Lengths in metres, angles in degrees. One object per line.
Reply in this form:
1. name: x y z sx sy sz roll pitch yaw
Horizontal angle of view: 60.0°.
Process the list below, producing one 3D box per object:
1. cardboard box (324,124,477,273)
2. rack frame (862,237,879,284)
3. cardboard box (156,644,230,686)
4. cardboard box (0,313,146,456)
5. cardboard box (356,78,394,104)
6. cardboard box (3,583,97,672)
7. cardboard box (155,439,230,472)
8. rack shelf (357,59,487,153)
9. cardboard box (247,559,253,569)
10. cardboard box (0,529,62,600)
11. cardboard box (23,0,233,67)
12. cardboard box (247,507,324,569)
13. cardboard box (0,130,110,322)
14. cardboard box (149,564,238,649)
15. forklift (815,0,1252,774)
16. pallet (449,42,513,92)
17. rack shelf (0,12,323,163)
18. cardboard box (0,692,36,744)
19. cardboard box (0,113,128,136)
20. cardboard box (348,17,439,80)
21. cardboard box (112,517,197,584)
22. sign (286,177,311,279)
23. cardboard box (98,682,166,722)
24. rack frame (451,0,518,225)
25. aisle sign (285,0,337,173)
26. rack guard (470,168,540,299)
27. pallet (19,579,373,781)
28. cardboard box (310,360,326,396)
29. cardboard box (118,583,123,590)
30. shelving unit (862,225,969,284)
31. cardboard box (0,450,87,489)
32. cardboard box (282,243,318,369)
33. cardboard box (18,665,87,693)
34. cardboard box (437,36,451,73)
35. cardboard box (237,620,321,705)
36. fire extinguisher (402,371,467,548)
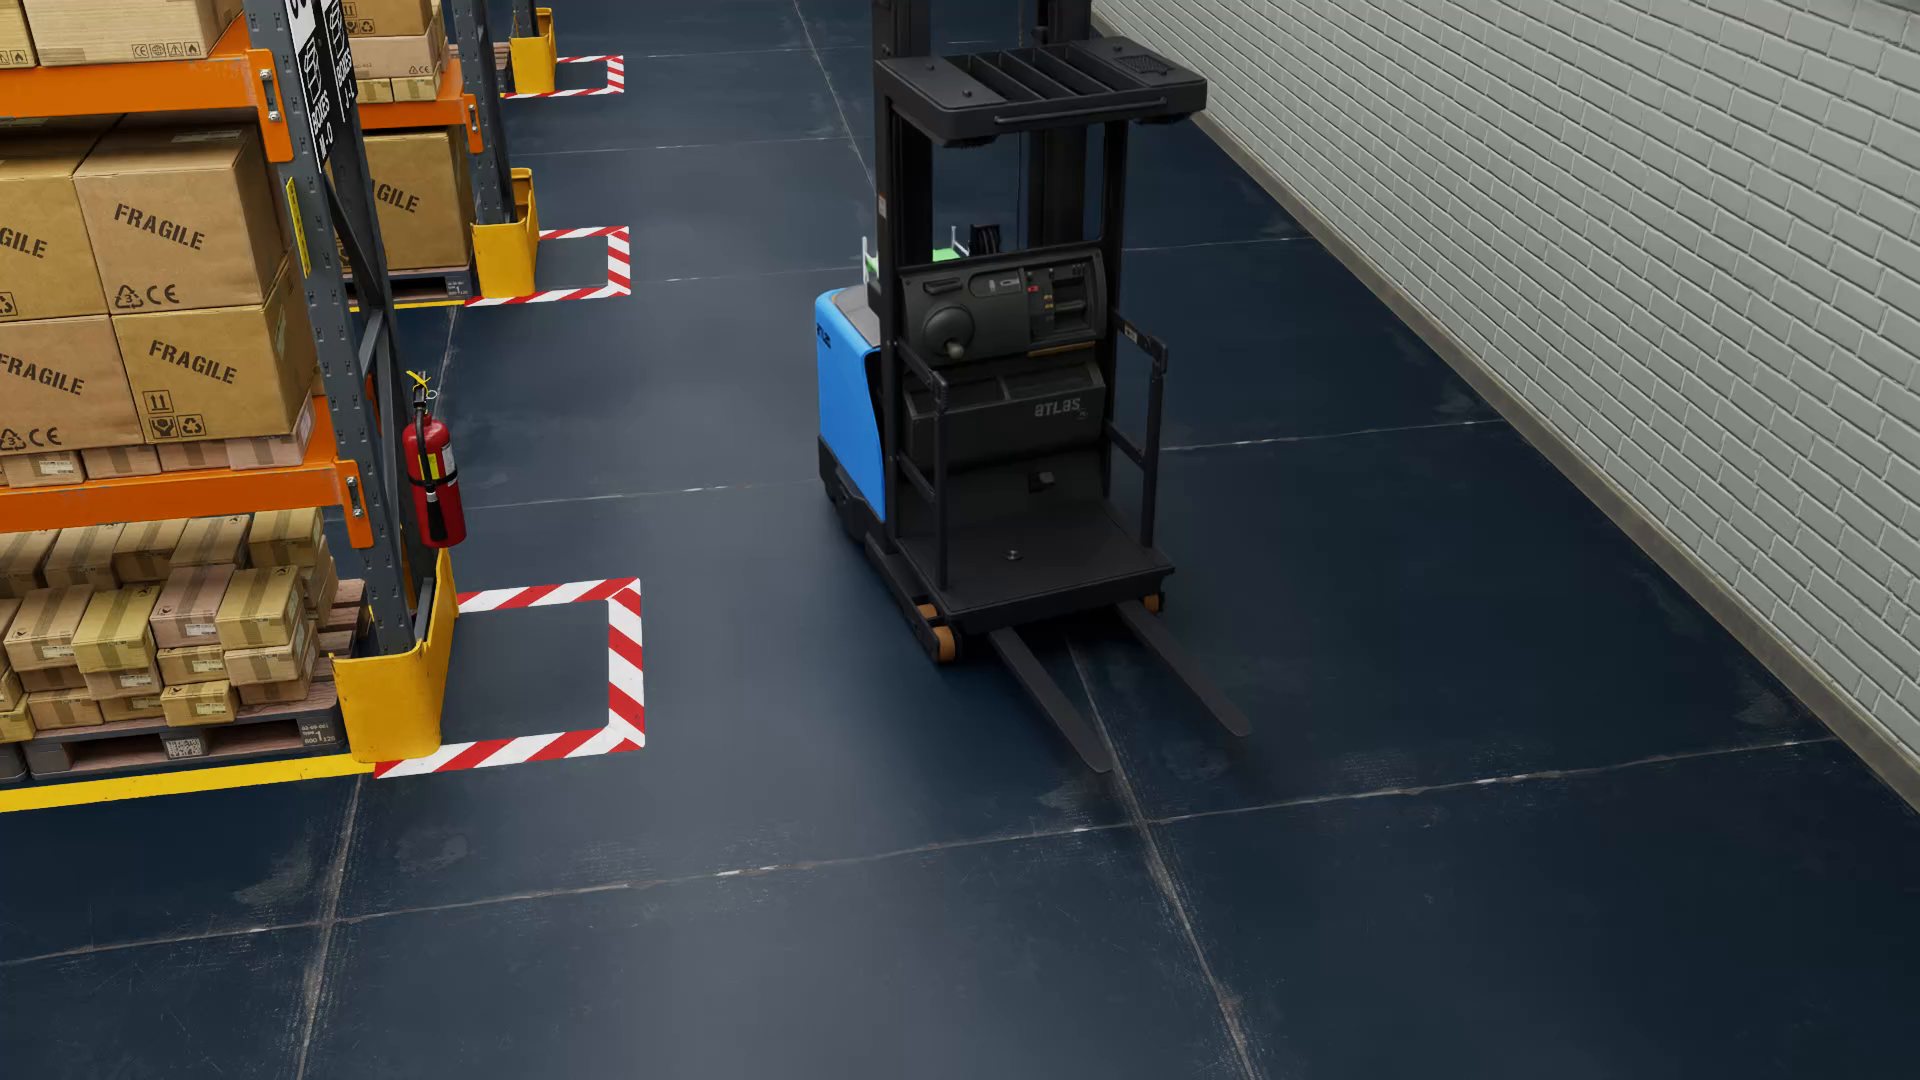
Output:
1. cardboard box: -3.728 -2.347 10.965 0.875 0.875 0.875 -5 31 -9
2. rack frame: -0.448 -0.978 8.728 0.015 1.200 0.240 -11 32 -19
3. cardboard box: -3.053 0.409 6.700 0.250 0.149 0.380 -6 31 -10
4. cardboard box: -3.222 -0.656 6.014 0.500 0.500 0.500 -6 31 -10
5. cardboard box: -3.659 -2.851 10.387 0.250 0.149 0.380 -5 31 -8
6. cardboard box: -3.549 0.341 6.522 0.250 0.149 0.380 -7 31 -11
7. cardboard box: -2.840 -0.416 6.245 0.250 0.149 0.380 -5 31 -9
8. rack shelf: -5.080 -2.688 10.572 4.000 0.370 1.077 -5 31 -9
9. cardboard box: -3.160 0.138 7.161 0.250 0.149 0.380 -5 31 -9
10. cardboard box: -3.919 0.100 6.932 0.250 0.149 0.380 -4 31 -7
11. cardboard box: -2.718 -1.753 5.461 0.500 0.250 0.500 -6 31 -10
12. cardboard box: -2.895 -0.029 7.151 0.250 0.149 0.380 -7 31 -11
13. cardboard box: -3.222 -1.089 5.764 0.500 0.500 0.500 -6 31 -11
14. cardboard box: -3.051 0.262 6.657 0.250 0.149 0.380 -5 31 -8
15. forklift: 0.281 -0.963 6.995 1.130 2.935 3.031 -11 32 -19
16. pallet: -4.823 -4.392 15.511 1.213 0.211 1.003 -5 31 -9
17. rack shelf: -4.286 -1.499 5.590 4.000 0.370 1.077 -5 31 -9
18. cardboard box: -3.789 0.640 6.600 0.250 0.149 0.380 -7 31 -11
19. cardboard box: -3.303 -1.343 6.196 0.500 0.500 0.500 -4 31 -7
20. cardboard box: -3.542 -3.068 10.362 0.500 0.250 0.500 -6 31 -10
21. cardboard box: -3.416 0.016 7.075 0.250 0.149 0.380 -5 31 -9
22. sign: -2.238 -1.055 5.631 0.005 0.325 0.100 -5 31 -9
23. cardboard box: -3.309 0.557 6.742 0.250 0.149 0.380 -5 31 -9
24. rack frame: -3.113 -3.181 10.700 0.127 3.000 1.000 -5 31 -9
25. aisle sign: -2.193 -1.676 5.577 0.004 0.787 0.394 -5 31 -9
26. rack guard: -3.089 -2.105 11.337 0.348 0.500 1.175 -5 31 -9
27. pallet: -3.199 0.567 7.077 1.213 0.211 1.003 -5 31 -9
28. cardboard box: -2.696 -0.724 6.770 0.250 0.149 0.380 -6 31 -9
29. cardboard box: -3.657 0.174 7.100 0.250 0.149 0.380 -4 31 -7
30. shelving unit: -0.221 -1.024 8.806 0.503 1.200 0.258 -11 32 -19
31. cardboard box: -3.331 -0.350 6.134 0.250 0.149 0.380 -4 31 -8
32. cardboard box: -2.810 -0.967 6.542 0.500 0.500 0.500 -4 31 -7
33. cardboard box: -3.580 0.433 6.659 0.250 0.149 0.380 -6 31 -10
34. cardboard box: -3.521 -3.204 10.988 0.250 0.149 0.380 -5 31 -8
35. cardboard box: -2.799 0.501 6.836 0.250 0.149 0.380 -5 31 -8
36. fire extinguisher: -1.988 -0.297 6.240 0.183 0.674 0.296 -5 31 -9
